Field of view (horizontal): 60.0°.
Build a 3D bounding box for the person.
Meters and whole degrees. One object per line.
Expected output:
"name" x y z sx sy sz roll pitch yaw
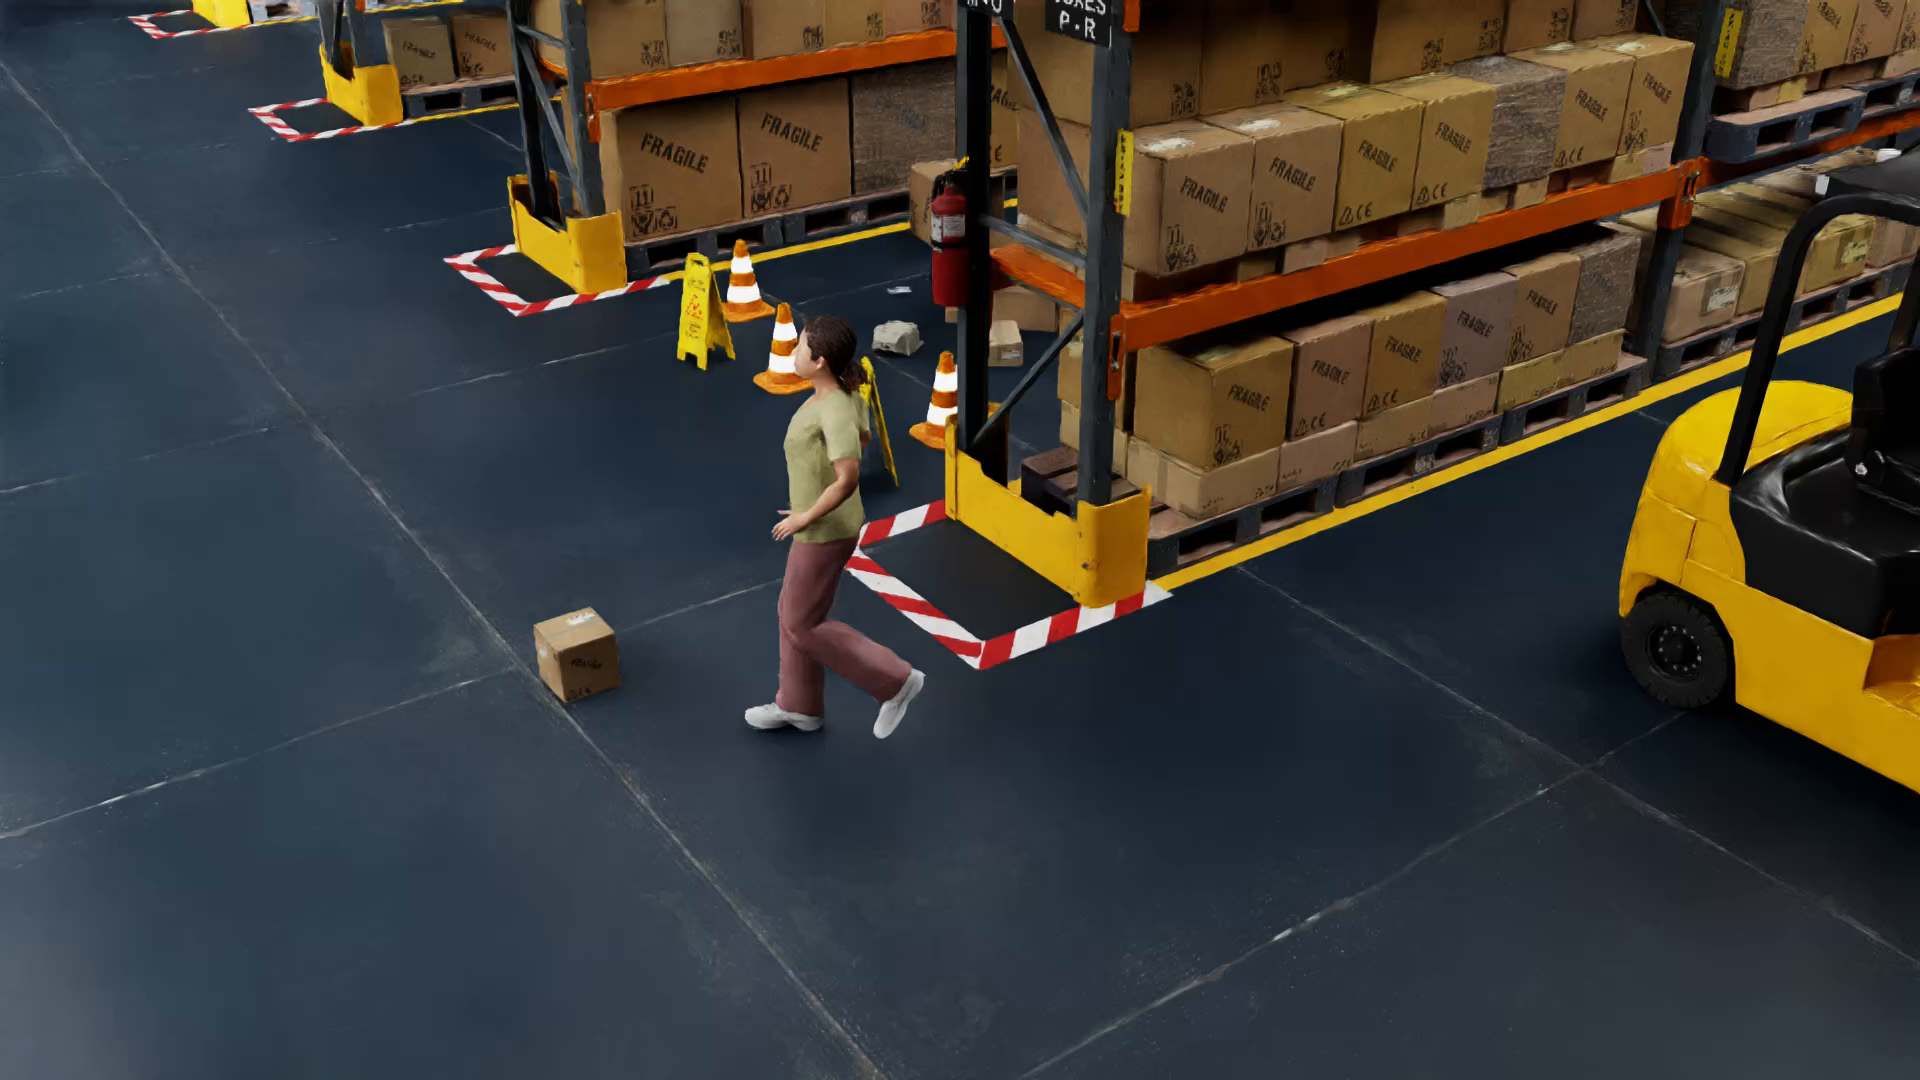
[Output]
"person" -0.477 -0.035 6.222 0.712 1.626 0.600 2 29 4
